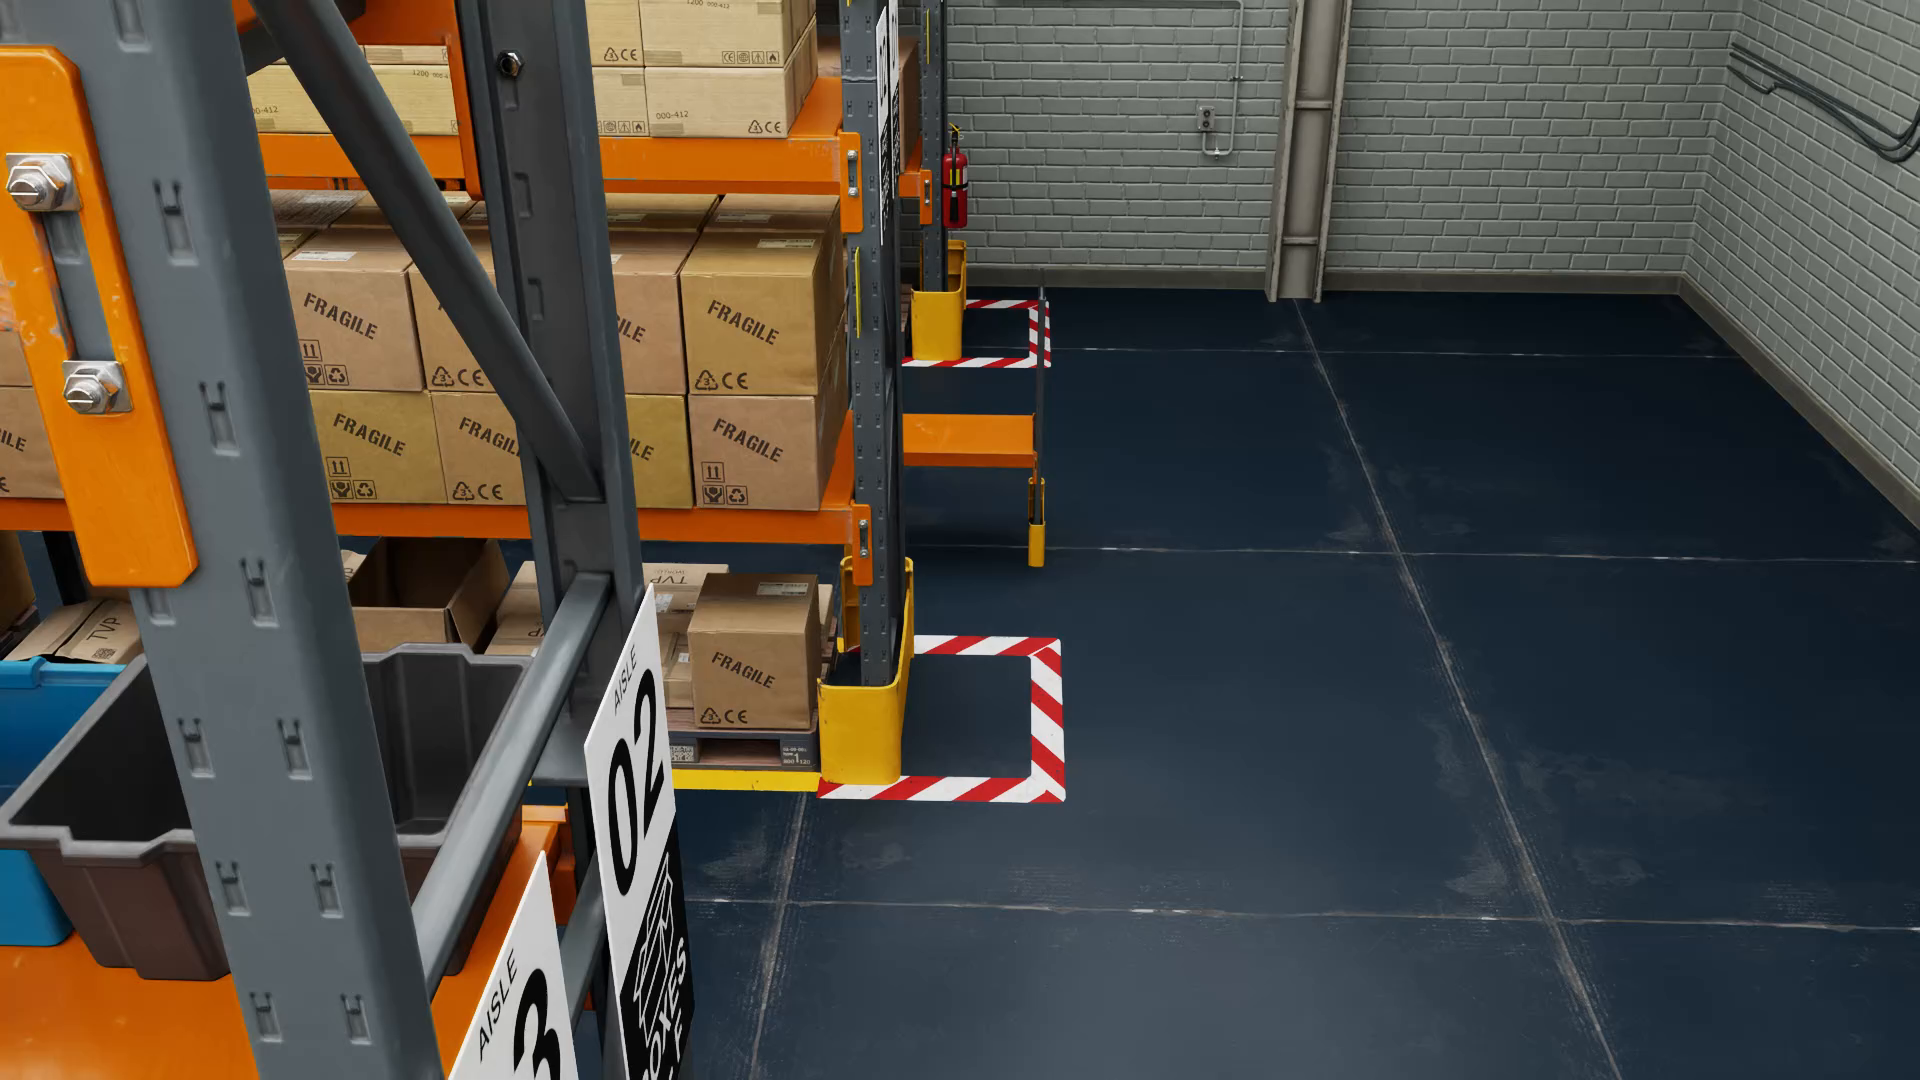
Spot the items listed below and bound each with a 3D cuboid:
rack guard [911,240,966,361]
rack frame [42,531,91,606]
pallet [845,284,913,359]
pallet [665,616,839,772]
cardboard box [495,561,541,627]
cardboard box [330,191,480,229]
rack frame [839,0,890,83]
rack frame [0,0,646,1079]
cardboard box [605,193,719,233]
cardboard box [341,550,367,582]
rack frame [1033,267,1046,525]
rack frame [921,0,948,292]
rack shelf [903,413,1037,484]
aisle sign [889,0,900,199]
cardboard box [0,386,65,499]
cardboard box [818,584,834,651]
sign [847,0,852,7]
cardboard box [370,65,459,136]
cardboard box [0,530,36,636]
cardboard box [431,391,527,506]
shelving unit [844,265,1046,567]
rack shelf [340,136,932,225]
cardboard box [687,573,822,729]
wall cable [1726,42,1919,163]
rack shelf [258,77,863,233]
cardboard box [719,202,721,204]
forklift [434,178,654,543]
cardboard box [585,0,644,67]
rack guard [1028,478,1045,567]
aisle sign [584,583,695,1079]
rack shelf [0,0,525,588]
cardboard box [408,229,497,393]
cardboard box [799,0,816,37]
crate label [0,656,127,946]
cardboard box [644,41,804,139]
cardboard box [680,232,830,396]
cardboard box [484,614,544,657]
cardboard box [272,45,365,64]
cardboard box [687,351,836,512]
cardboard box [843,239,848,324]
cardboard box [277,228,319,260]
[{"bbox_3d":[-0.146,-1.746,12.010,0.348,0.500,1.175,1,28,2],"label":"rack guard"},{"bbox_3d":[-4.338,-0.598,7.176,0.127,3.000,1.000,1,28,2],"label":"rack frame"},{"bbox_3d":[-0.971,-1.595,12.034,1.213,0.211,1.003,1,28,2],"label":"pallet"},{"bbox_3d":[-1.213,0.686,7.731,1.213,0.211,1.003,1,28,2],"label":"pallet"},{"bbox_3d":[-1.873,0.330,7.891,0.500,0.250,0.500,1,28,2],"label":"cardboard box"},{"bbox_3d":[-2.305,-1.173,7.085,0.500,0.500,0.500,1,28,1],"label":"cardboard box"},{"bbox_3d":[-0.341,-3.183,5.646,0.127,3.000,1.000,1,28,2],"label":"rack frame"},{"bbox_3d":[-0.519,-0.864,1.273,0.127,3.000,1.000,1,28,2],"label":"rack frame"},{"bbox_3d":[-1.298,-1.154,7.050,0.500,0.500,0.500,1,28,2],"label":"cardboard box"},{"bbox_3d":[-3.009,0.284,7.912,0.500,0.311,0.500,1,28,2],"label":"cardboard box"},{"bbox_3d":[0.423,-0.656,8.886,0.032,1.500,0.500,1,28,2],"label":"rack frame"},{"bbox_3d":[-0.170,-2.851,11.425,0.127,3.000,1.000,1,28,2],"label":"rack frame"},{"bbox_3d":[-0.085,-0.505,8.986,1.000,0.185,0.538,1,28,2],"label":"rack shelf"},{"bbox_3d":[-0.262,-1.817,6.700,0.004,0.787,0.394,1,28,2],"label":"aisle sign"},{"bbox_3d":[-3.838,-0.507,6.896,0.500,0.500,0.500,2,28,3],"label":"cardboard box"},{"bbox_3d":[-0.747,0.365,7.932,0.250,0.149,0.380,1,28,2],"label":"cardboard box"},{"bbox_3d":[-0.380,-1.989,5.652,0.005,0.325,0.100,1,28,2],"label":"sign"},{"bbox_3d":[-1.863,-1.692,6.196,0.500,0.250,0.500,1,28,2],"label":"cardboard box"},{"bbox_3d":[-4.813,0.190,7.889,0.500,0.500,0.500,0,28,-1],"label":"cardboard box"},{"bbox_3d":[-1.815,-0.474,6.835,0.500,0.500,0.500,1,28,2],"label":"cardboard box"},{"bbox_3d":[-0.076,-0.664,8.901,1.083,1.500,0.587,1,28,2],"label":"shelving unit"},{"bbox_3d":[-2.168,-2.566,11.656,4.000,0.370,1.077,1,28,2],"label":"rack shelf"},{"bbox_3d":[-0.893,0.484,7.333,0.500,0.500,0.500,1,28,2],"label":"cardboard box"},{"bbox_3d":[5.470,-3.869,10.256,0.112,2.526,3.097,1,28,2],"label":"wall cable"},{"bbox_3d":[-2.339,-1.573,6.580,4.000,0.370,1.077,1,28,2],"label":"rack shelf"},{"bbox_3d":[-1.751,-2.291,11.897,0.250,0.149,0.380,1,28,3],"label":"cardboard box"},{"bbox_3d":[-2.805,-1.665,9.262,3.031,2.935,1.130,8,29,15],"label":"forklift"},{"bbox_3d":[-1.363,-1.909,6.073,0.500,0.250,0.500,1,28,2],"label":"cardboard box"},{"bbox_3d":[0.422,-0.103,9.178,0.087,0.250,0.587,1,28,2],"label":"rack guard"},{"bbox_3d":[-0.437,0.500,2.329,0.004,0.787,0.394,1,28,2],"label":"aisle sign"},{"bbox_3d":[-2.518,-0.403,1.597,4.000,0.370,1.077,1,28,2],"label":"rack shelf"},{"bbox_3d":[-1.818,-0.911,6.592,0.500,0.500,0.500,2,28,3],"label":"cardboard box"},{"bbox_3d":[-0.845,-2.142,6.513,0.500,0.250,0.500,1,28,2],"label":"cardboard box"},{"bbox_3d":[-1.430,0.360,2.324,0.502,0.251,0.408,1,28,2],"label":"crate label"},{"bbox_3d":[-0.863,-1.676,6.167,0.500,0.250,0.500,1,28,2],"label":"cardboard box"},{"bbox_3d":[-0.795,-0.897,6.565,0.500,0.500,0.500,1,28,1],"label":"cardboard box"},{"bbox_3d":[-1.841,0.565,7.448,0.500,0.250,0.500,1,28,2],"label":"cardboard box"},{"bbox_3d":[-2.362,-1.925,6.102,0.500,0.250,0.500,1,28,2],"label":"cardboard box"},{"bbox_3d":[-0.798,-0.456,6.801,0.500,0.500,0.500,2,28,3],"label":"cardboard box"},{"bbox_3d":[-0.873,-1.897,11.846,0.500,0.500,0.700,1,28,2],"label":"cardboard box"},{"bbox_3d":[-2.848,-0.928,6.623,0.500,0.500,0.500,0,28,0],"label":"cardboard box"}]
